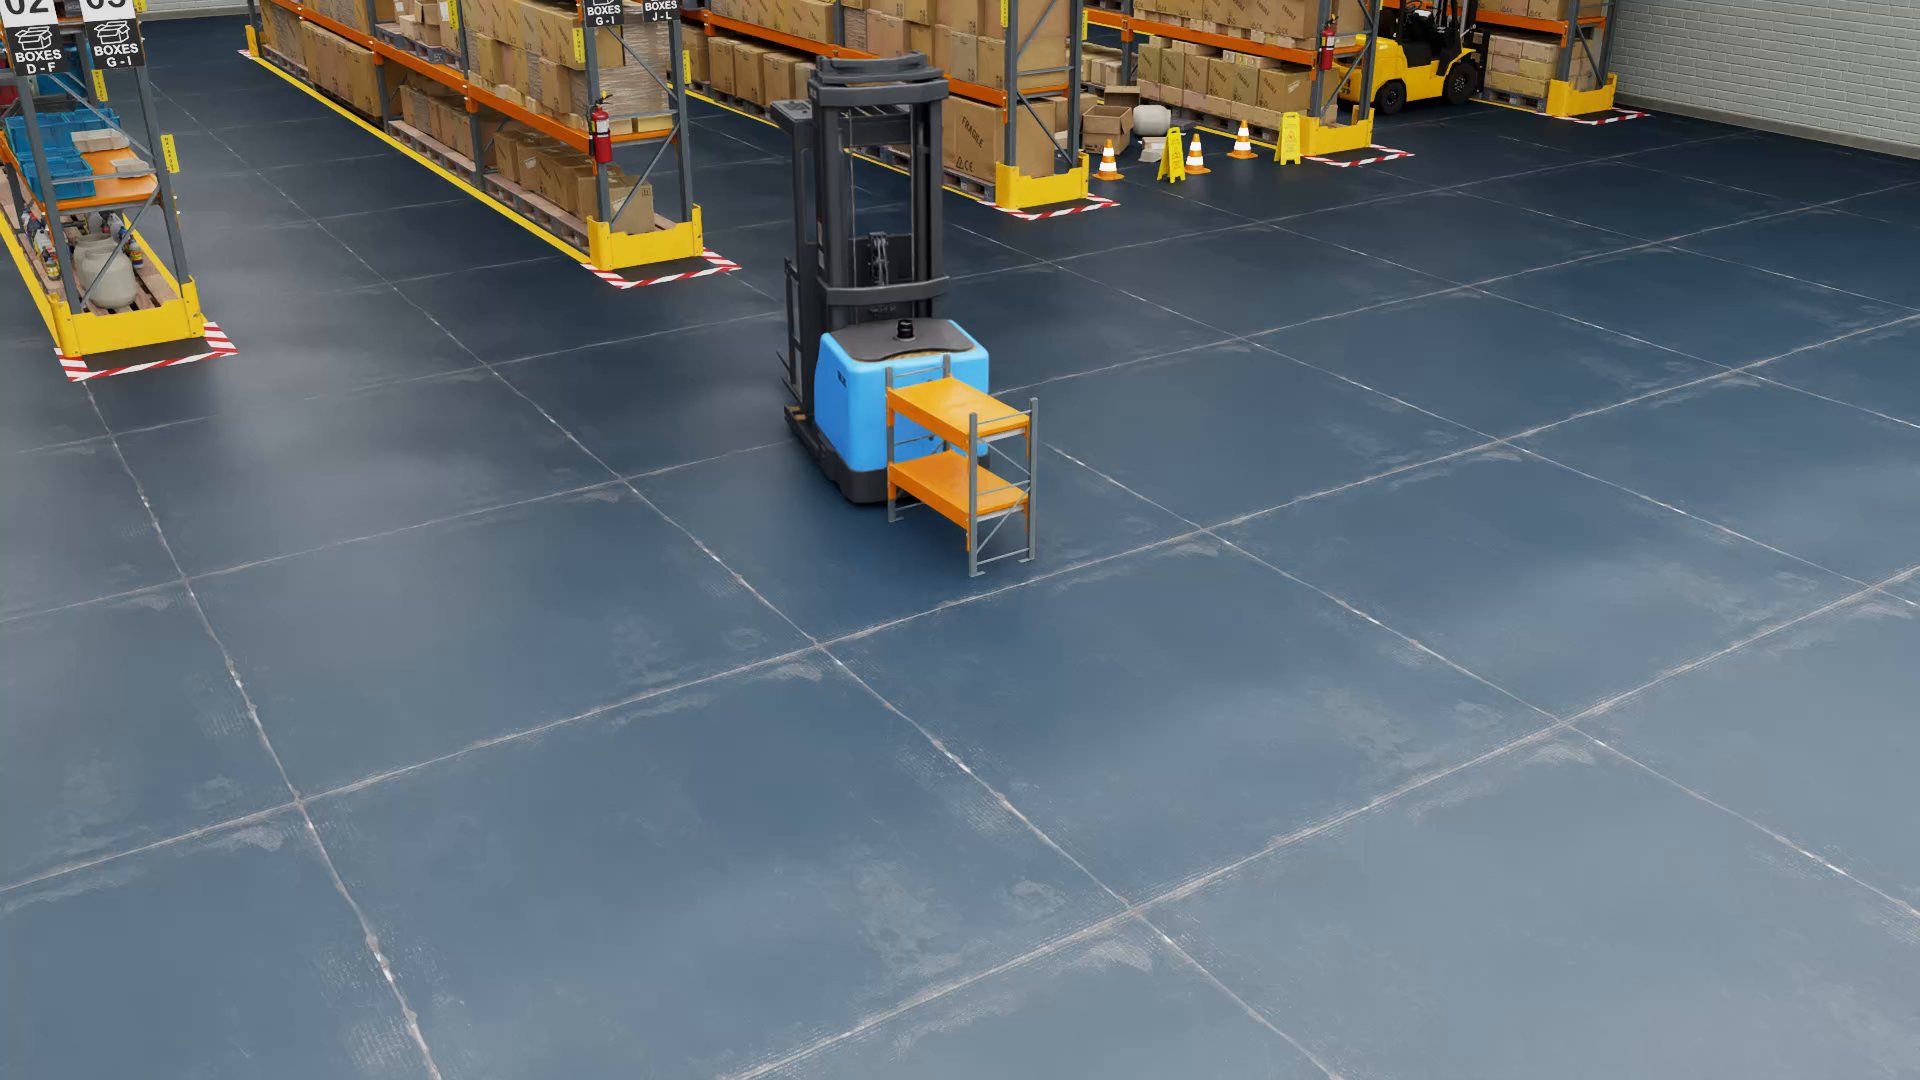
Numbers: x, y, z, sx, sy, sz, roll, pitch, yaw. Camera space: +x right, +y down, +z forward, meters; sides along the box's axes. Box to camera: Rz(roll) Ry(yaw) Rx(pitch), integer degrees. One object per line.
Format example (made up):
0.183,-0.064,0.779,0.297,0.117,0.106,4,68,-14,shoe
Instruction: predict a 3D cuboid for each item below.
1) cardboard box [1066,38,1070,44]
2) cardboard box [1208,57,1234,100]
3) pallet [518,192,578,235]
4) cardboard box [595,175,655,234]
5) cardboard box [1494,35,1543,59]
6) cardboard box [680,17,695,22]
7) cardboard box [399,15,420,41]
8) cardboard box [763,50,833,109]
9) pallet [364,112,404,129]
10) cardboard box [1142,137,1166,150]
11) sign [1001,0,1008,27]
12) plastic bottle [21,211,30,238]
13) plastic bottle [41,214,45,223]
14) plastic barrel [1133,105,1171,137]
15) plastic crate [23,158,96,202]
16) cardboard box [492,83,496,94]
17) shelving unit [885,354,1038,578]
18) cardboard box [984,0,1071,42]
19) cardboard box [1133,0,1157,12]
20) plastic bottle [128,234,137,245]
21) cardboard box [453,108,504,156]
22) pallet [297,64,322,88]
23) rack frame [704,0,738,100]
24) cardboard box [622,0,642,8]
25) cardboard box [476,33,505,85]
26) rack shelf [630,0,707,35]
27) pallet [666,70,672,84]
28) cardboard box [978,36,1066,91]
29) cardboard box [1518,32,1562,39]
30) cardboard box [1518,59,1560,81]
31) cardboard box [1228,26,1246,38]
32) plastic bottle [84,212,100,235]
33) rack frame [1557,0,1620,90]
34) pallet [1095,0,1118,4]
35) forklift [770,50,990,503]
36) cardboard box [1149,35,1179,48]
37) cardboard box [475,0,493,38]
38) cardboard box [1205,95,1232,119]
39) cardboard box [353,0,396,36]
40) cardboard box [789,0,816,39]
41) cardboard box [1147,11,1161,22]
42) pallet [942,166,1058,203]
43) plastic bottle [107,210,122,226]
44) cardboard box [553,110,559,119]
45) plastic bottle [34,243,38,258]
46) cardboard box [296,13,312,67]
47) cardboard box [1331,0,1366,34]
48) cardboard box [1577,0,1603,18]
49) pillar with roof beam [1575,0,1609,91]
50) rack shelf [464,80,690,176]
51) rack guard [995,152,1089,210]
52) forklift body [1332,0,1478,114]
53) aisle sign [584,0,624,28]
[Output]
1.398,-7.995,27.259,0.950,0.372,0.625,-16,30,-31,cardboard box
3.843,-6.478,23.310,0.500,0.500,0.500,-16,30,-31,cardboard box
-4.364,-3.790,19.032,1.003,0.211,1.213,-16,29,-30,pallet
-3.574,-3.576,17.748,0.500,0.500,0.500,-10,27,-20,cardboard box
8.416,-7.429,25.031,0.500,0.250,0.500,-15,29,-29,cardboard box
-4.546,-8.216,26.699,0.500,0.250,0.500,-15,29,-28,cardboard box
-6.892,-6.620,21.443,0.500,0.250,0.500,-16,30,-31,cardboard box
-2.157,-6.559,23.775,1.050,0.750,0.750,-16,29,-30,cardboard box
-7.982,-6.189,24.114,1.003,0.211,1.213,-16,29,-30,pallet
2.648,-5.308,22.319,0.380,0.149,0.250,-1,25,-3,cardboard box
0.502,-5.918,18.640,0.100,0.325,0.005,-16,29,-30,sign
-9.774,-3.315,17.439,0.097,0.271,0.097,0,25,0,plastic bottle
-9.486,-3.236,17.258,0.061,0.283,0.133,-16,29,-30,plastic bottle
2.660,-5.820,23.082,0.512,0.421,0.421,3,25,6,plastic barrel
-7.921,-3.177,14.641,0.499,0.251,0.616,-16,29,-30,plastic crate
-5.136,-5.197,19.039,0.380,0.149,0.250,-16,29,-30,cardboard box
-0.004,-0.511,11.015,0.538,1.125,1.048,-16,29,-30,shelving unit
0.794,-6.107,19.232,0.875,0.550,0.550,-16,29,-30,cardboard box
2.879,-7.987,24.190,0.500,0.500,0.500,-16,29,-30,cardboard box
-8.234,-2.912,16.572,0.061,0.283,0.133,-15,29,-29,plastic bottle
-5.992,-5.188,21.140,0.700,0.500,0.500,-16,29,-30,cardboard box
-10.147,-7.611,27.125,1.003,0.211,1.213,-16,29,-30,pallet
-3.403,-8.271,25.256,1.000,3.000,0.127,-16,29,-30,rack frame
-3.586,-5.362,17.458,0.500,0.500,0.500,-16,29,-30,cardboard box
-4.993,-5.538,19.001,0.875,0.500,0.500,-16,29,-30,cardboard box
-4.495,-8.661,26.925,1.077,0.370,4.000,-16,29,-30,rack shelf
-4.491,-7.725,27.368,1.003,0.211,1.213,-16,29,-30,pallet
0.723,-5.599,19.421,0.875,0.550,0.550,-16,29,-30,cardboard box
8.833,-7.550,25.286,0.500,0.250,0.500,-15,29,-29,cardboard box
8.685,-7.031,24.773,0.500,0.250,0.500,-16,30,-30,cardboard box
3.916,-7.010,22.881,0.380,0.149,0.250,-16,30,-30,cardboard box
-9.108,-3.370,17.463,0.144,0.351,0.185,-16,29,-30,plastic bottle
9.213,-7.757,24.168,1.000,3.000,0.127,-16,29,-30,rack frame
1.804,-8.675,26.338,1.003,0.211,1.213,-16,29,-30,pallet
-0.747,-2.189,12.453,1.130,2.935,3.031,-8,27,-17,forklift
2.986,-7.276,24.240,0.380,0.149,0.250,-15,29,-29,cardboard box
-5.124,-5.953,18.711,0.500,0.500,0.500,-16,29,-30,cardboard box
3.823,-6.145,23.482,0.500,0.250,0.500,-17,30,-31,cardboard box
-8.091,-7.315,23.114,0.500,0.500,0.500,-15,29,-28,cardboard box
-2.004,-7.190,22.850,0.500,0.500,0.500,-16,30,-30,cardboard box
2.957,-7.650,24.236,0.380,0.149,0.250,-15,29,-28,cardboard box
0.462,-4.416,20.357,1.003,0.211,1.213,-16,29,-30,pallet
-8.706,-3.220,17.144,0.144,0.351,0.185,-16,29,-30,plastic bottle
-4.116,-4.589,17.751,0.380,0.149,0.250,-16,29,-30,cardboard box
-9.250,-2.940,16.726,0.097,0.201,0.097,0,25,0,plastic bottle
-10.091,-8.065,26.818,0.875,0.875,0.875,-16,29,-30,cardboard box
5.030,-7.013,22.126,0.500,0.500,0.500,-16,30,-30,cardboard box
9.175,-8.044,24.659,0.500,0.500,0.500,-14,29,-28,cardboard box
5.981,-9.926,21.735,9.100,9.000,0.400,-16,29,-30,pillar with roof beam
-4.339,-4.680,18.492,1.077,0.370,4.000,-16,29,-30,rack shelf
0.977,-4.270,19.710,1.175,0.500,0.348,-16,29,-30,rack guard
6.649,-7.626,24.885,2.313,2.155,1.214,-16,29,-30,forklift body
-3.465,-5.373,16.073,0.394,0.787,0.004,-16,29,-30,aisle sign
